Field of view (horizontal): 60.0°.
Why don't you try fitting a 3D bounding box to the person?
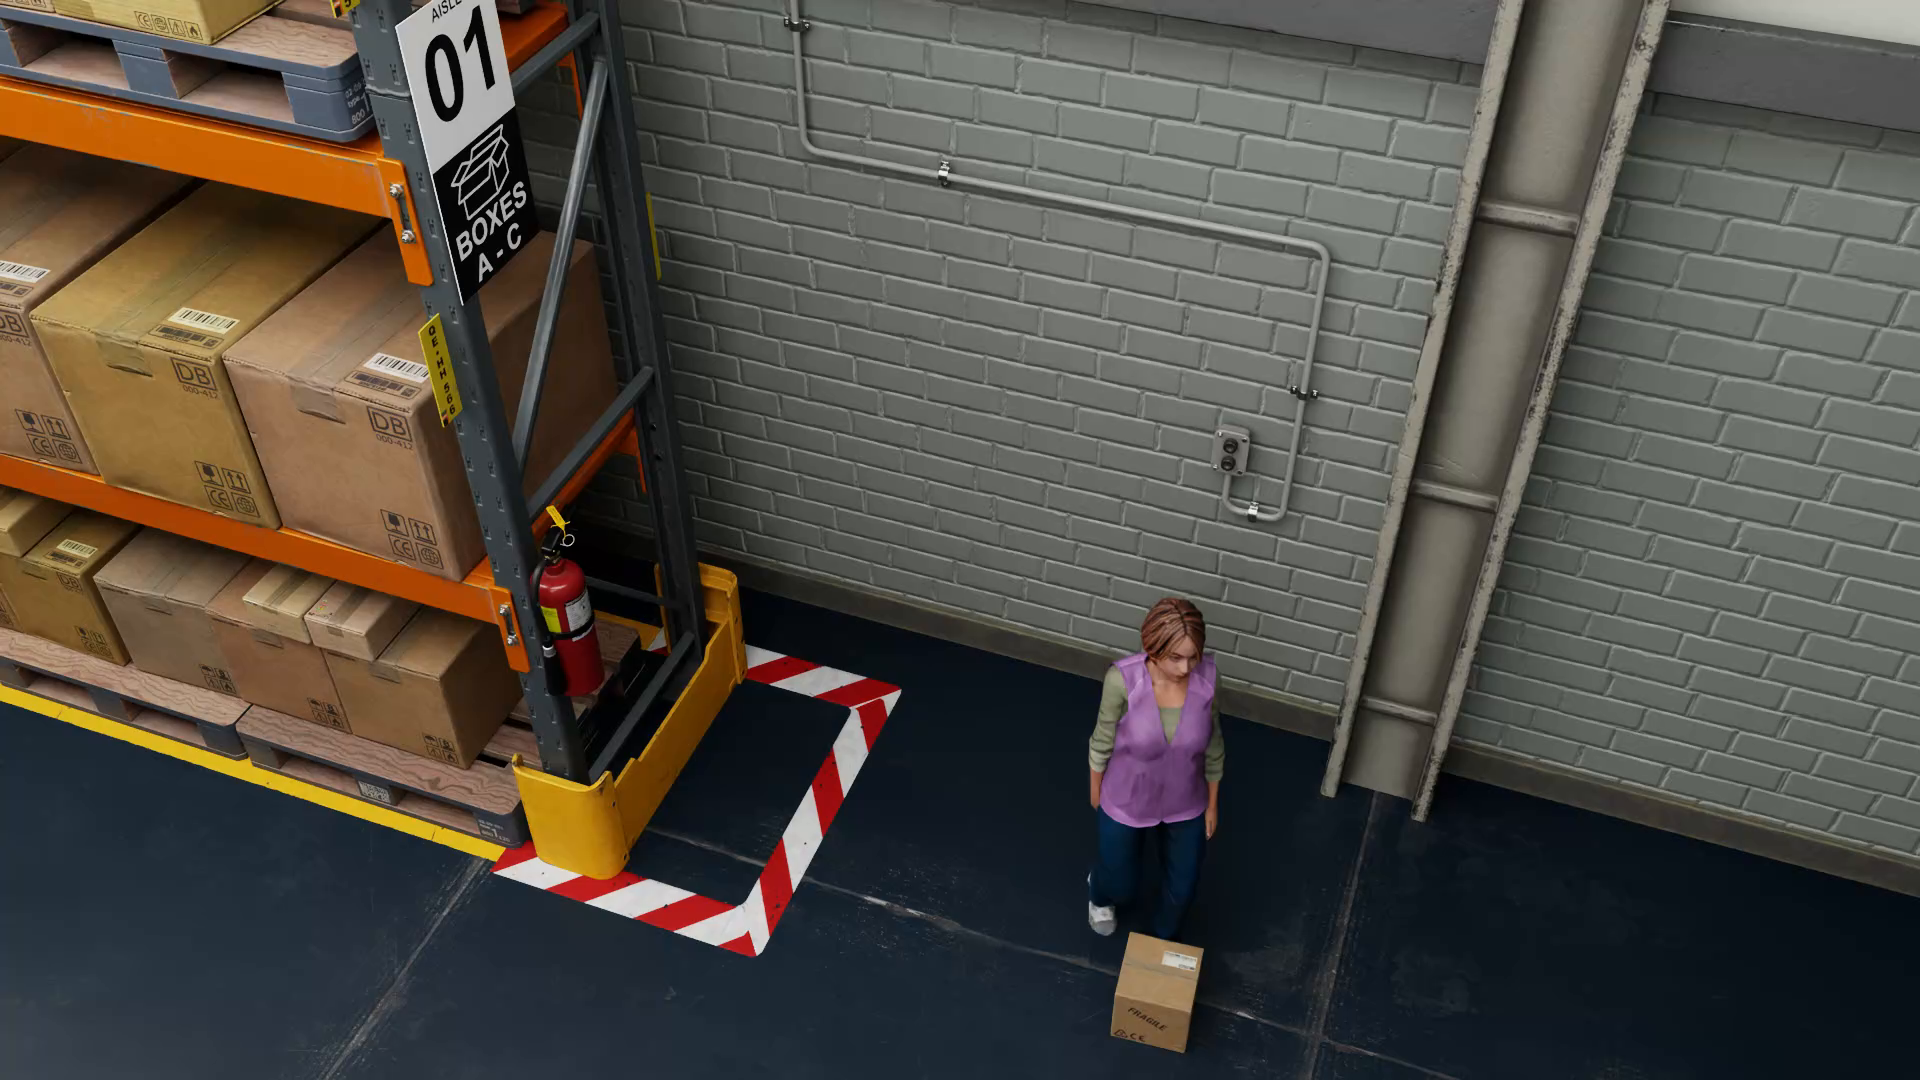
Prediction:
[{"bbox_3d":[0.621,0.865,5.265,0.421,1.629,0.567,-5,42,-5],"label":"person"}]
